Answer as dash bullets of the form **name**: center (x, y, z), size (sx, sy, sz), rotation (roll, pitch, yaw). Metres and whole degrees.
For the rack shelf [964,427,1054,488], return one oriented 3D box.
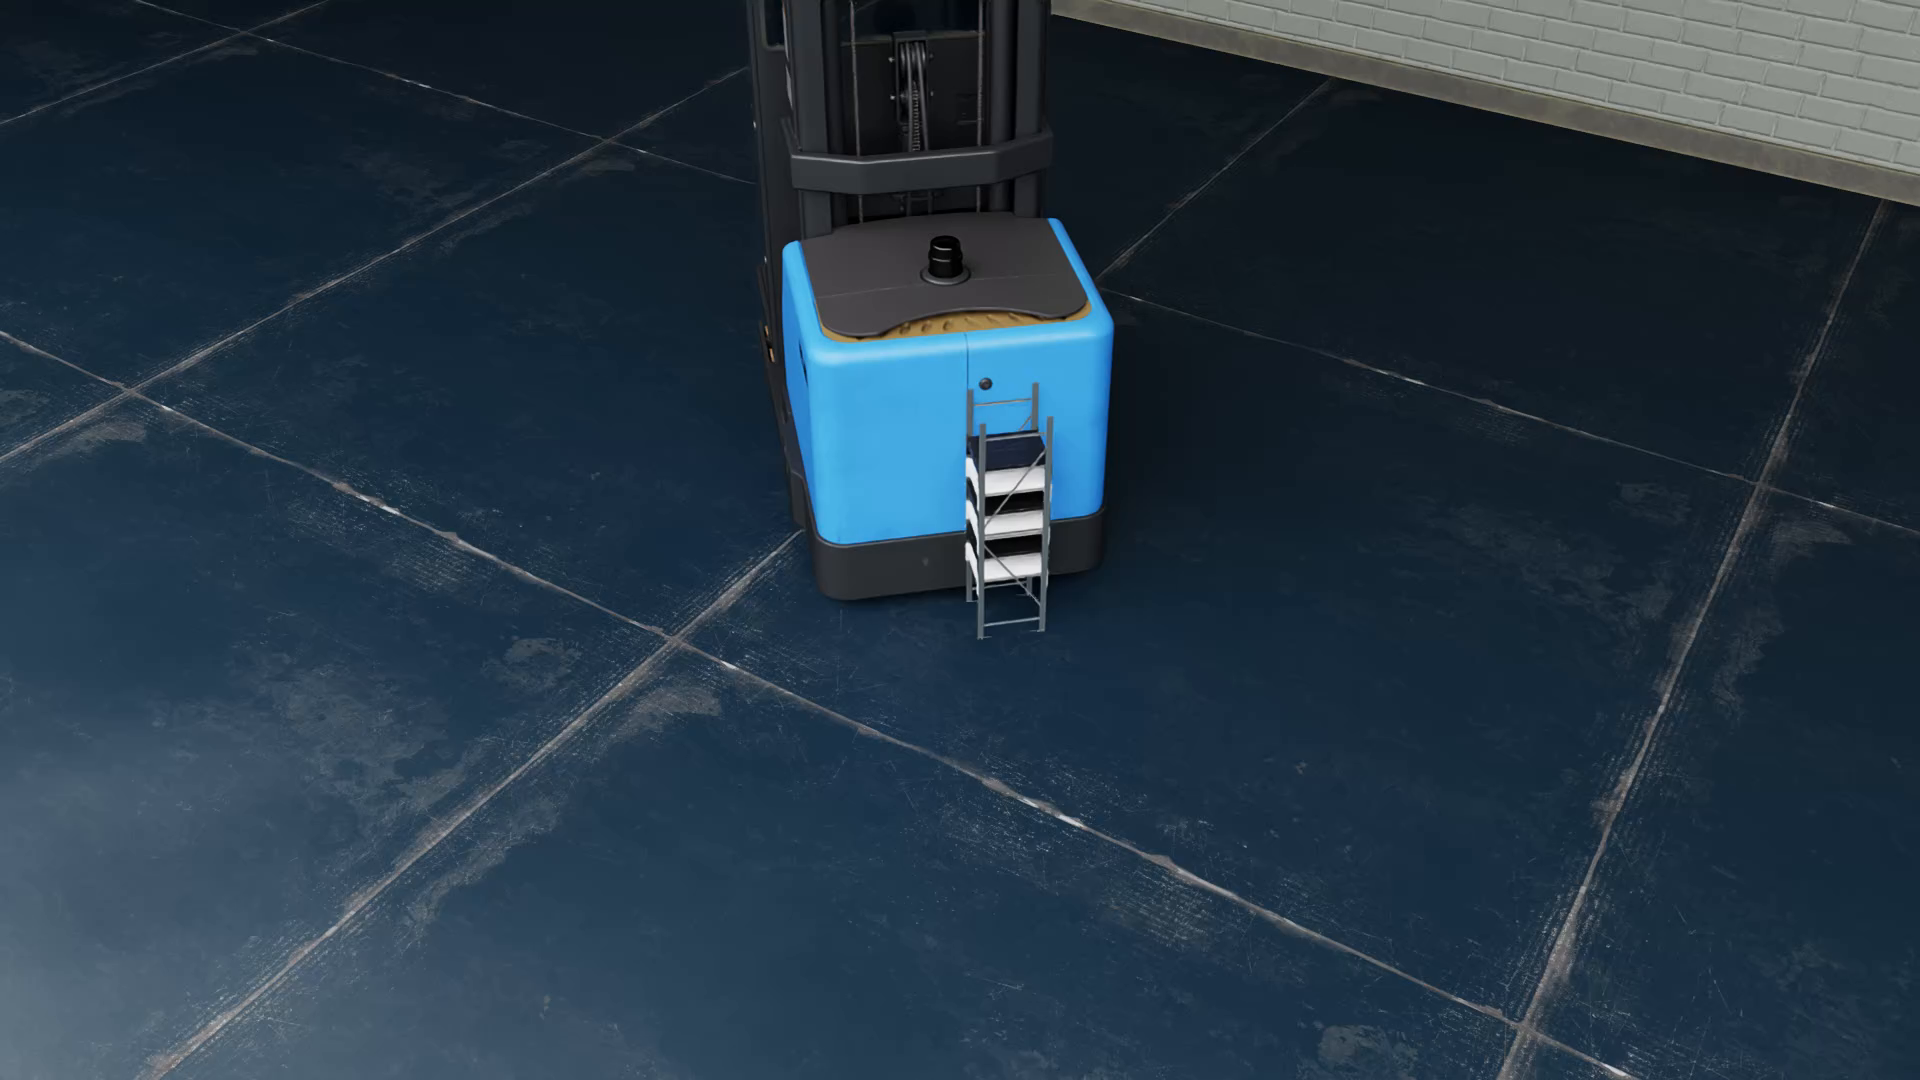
- **rack shelf**: center (0.160, -0.272, 5.478), size (0.258, 0.077, 0.200), rotation (-7, 38, -9)

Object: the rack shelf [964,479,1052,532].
- **rack shelf**: center (0.160, -0.129, 5.588), size (0.258, 0.077, 0.200), rotation (-7, 38, -9)

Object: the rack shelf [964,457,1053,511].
- **rack shelf**: center (0.160, -0.201, 5.533), size (0.258, 0.077, 0.200), rotation (-7, 38, -9)

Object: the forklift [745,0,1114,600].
- **forklift**: center (-0.263, -1.848, 6.247), size (1.130, 2.935, 3.031), rotation (-7, 38, -9)

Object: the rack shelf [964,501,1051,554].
- **rack shelf**: center (0.160, -0.058, 5.643), size (0.258, 0.077, 0.200), rotation (-7, 38, -9)

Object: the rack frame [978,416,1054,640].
- **rack frame**: center (0.180, -0.023, 5.543), size (0.240, 0.900, 0.006), rotation (-7, 38, -9)

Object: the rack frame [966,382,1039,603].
- **rack frame**: center (0.140, -0.145, 5.701), size (0.240, 0.900, 0.006), rotation (-7, 38, -9)

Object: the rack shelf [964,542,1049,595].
- **rack shelf**: center (0.160, 0.085, 5.753), size (0.258, 0.077, 0.200), rotation (-7, 38, -9)

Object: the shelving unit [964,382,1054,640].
- **shelving unit**: center (0.160, -0.084, 5.622), size (0.258, 0.900, 0.210), rotation (-7, 38, -9)

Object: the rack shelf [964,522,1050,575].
- **rack shelf**: center (0.160, 0.013, 5.698), size (0.258, 0.077, 0.200), rotation (-7, 38, -9)
